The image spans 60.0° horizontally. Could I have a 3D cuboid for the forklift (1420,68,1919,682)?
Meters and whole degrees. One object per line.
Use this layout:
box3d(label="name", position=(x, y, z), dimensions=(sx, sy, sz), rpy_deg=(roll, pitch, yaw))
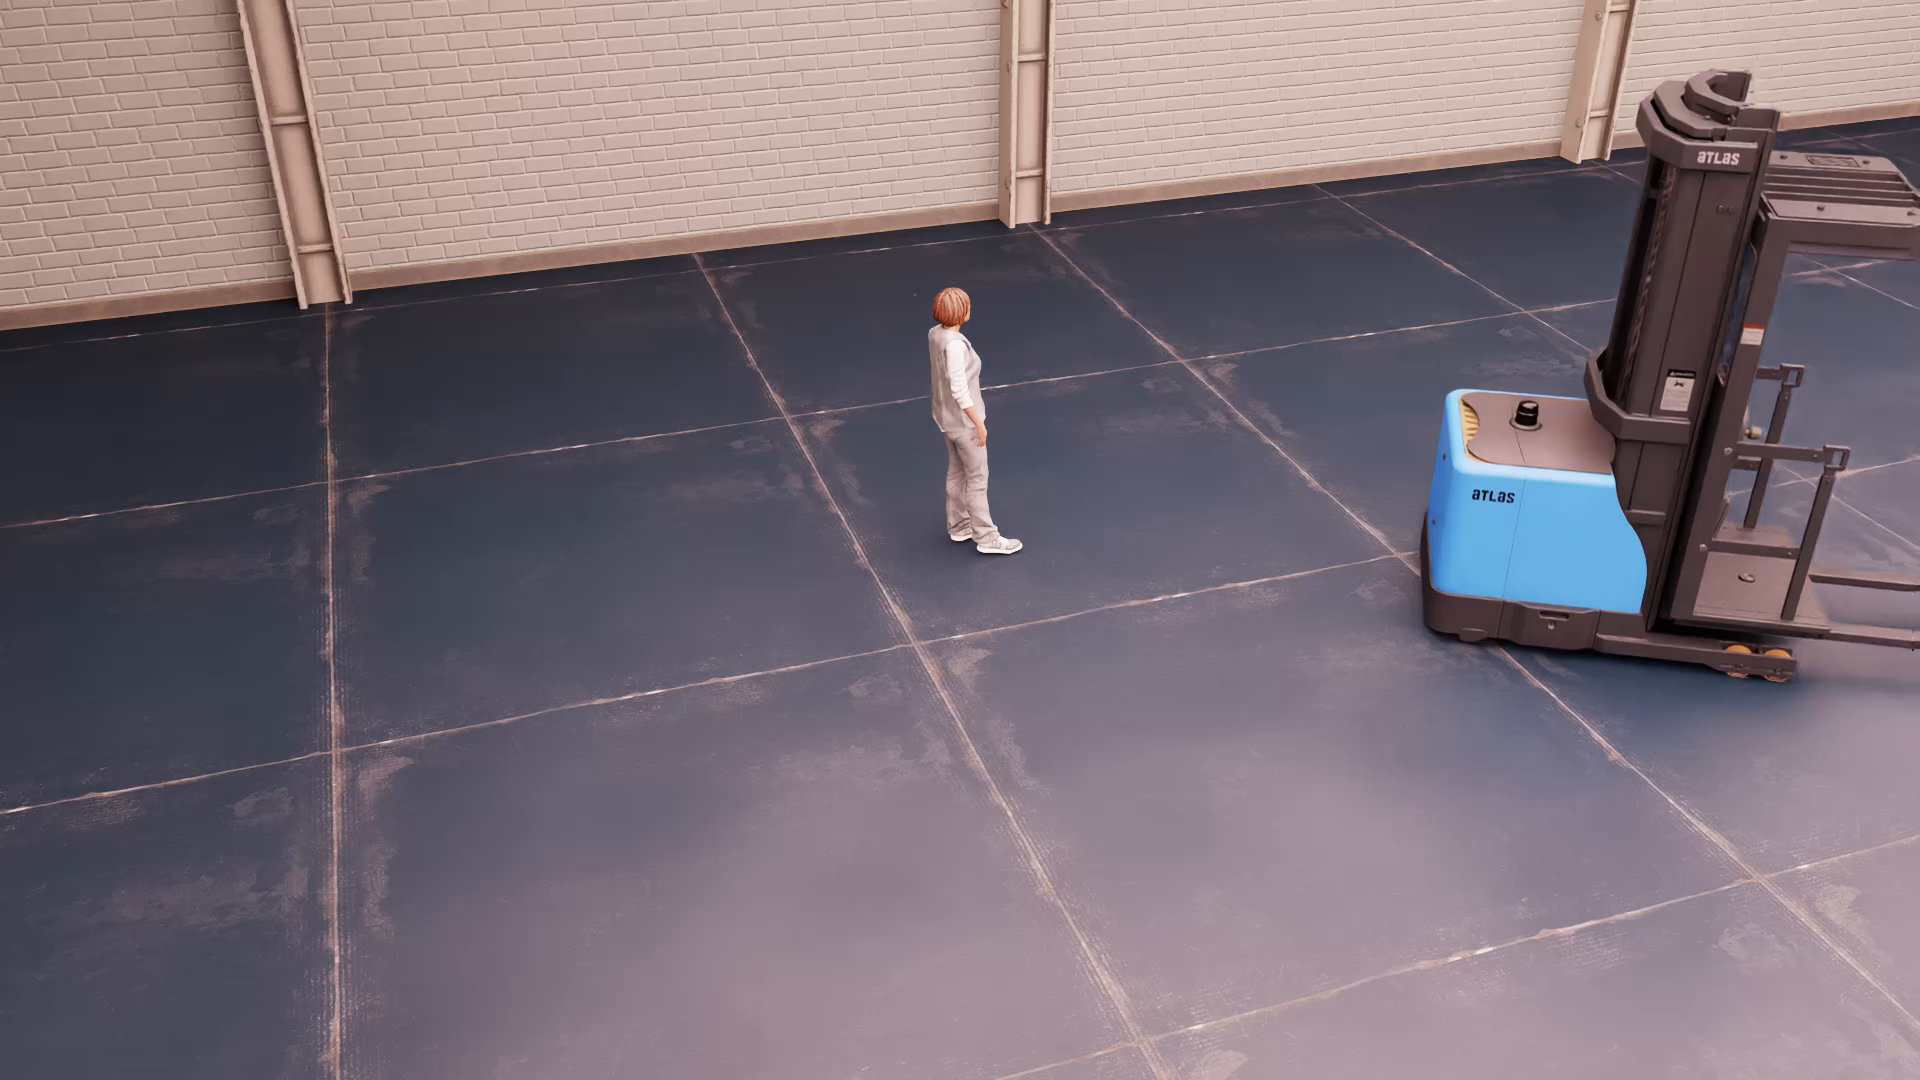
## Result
box3d(label="forklift", position=(4.113, -0.817, 8.507), dimensions=(3.031, 2.935, 1.130), rpy_deg=(6, 30, 10))

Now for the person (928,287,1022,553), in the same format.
box3d(label="person", position=(0.076, -0.704, 9.633), dimensions=(0.472, 1.599, 0.520), rpy_deg=(-10, 31, -16))
